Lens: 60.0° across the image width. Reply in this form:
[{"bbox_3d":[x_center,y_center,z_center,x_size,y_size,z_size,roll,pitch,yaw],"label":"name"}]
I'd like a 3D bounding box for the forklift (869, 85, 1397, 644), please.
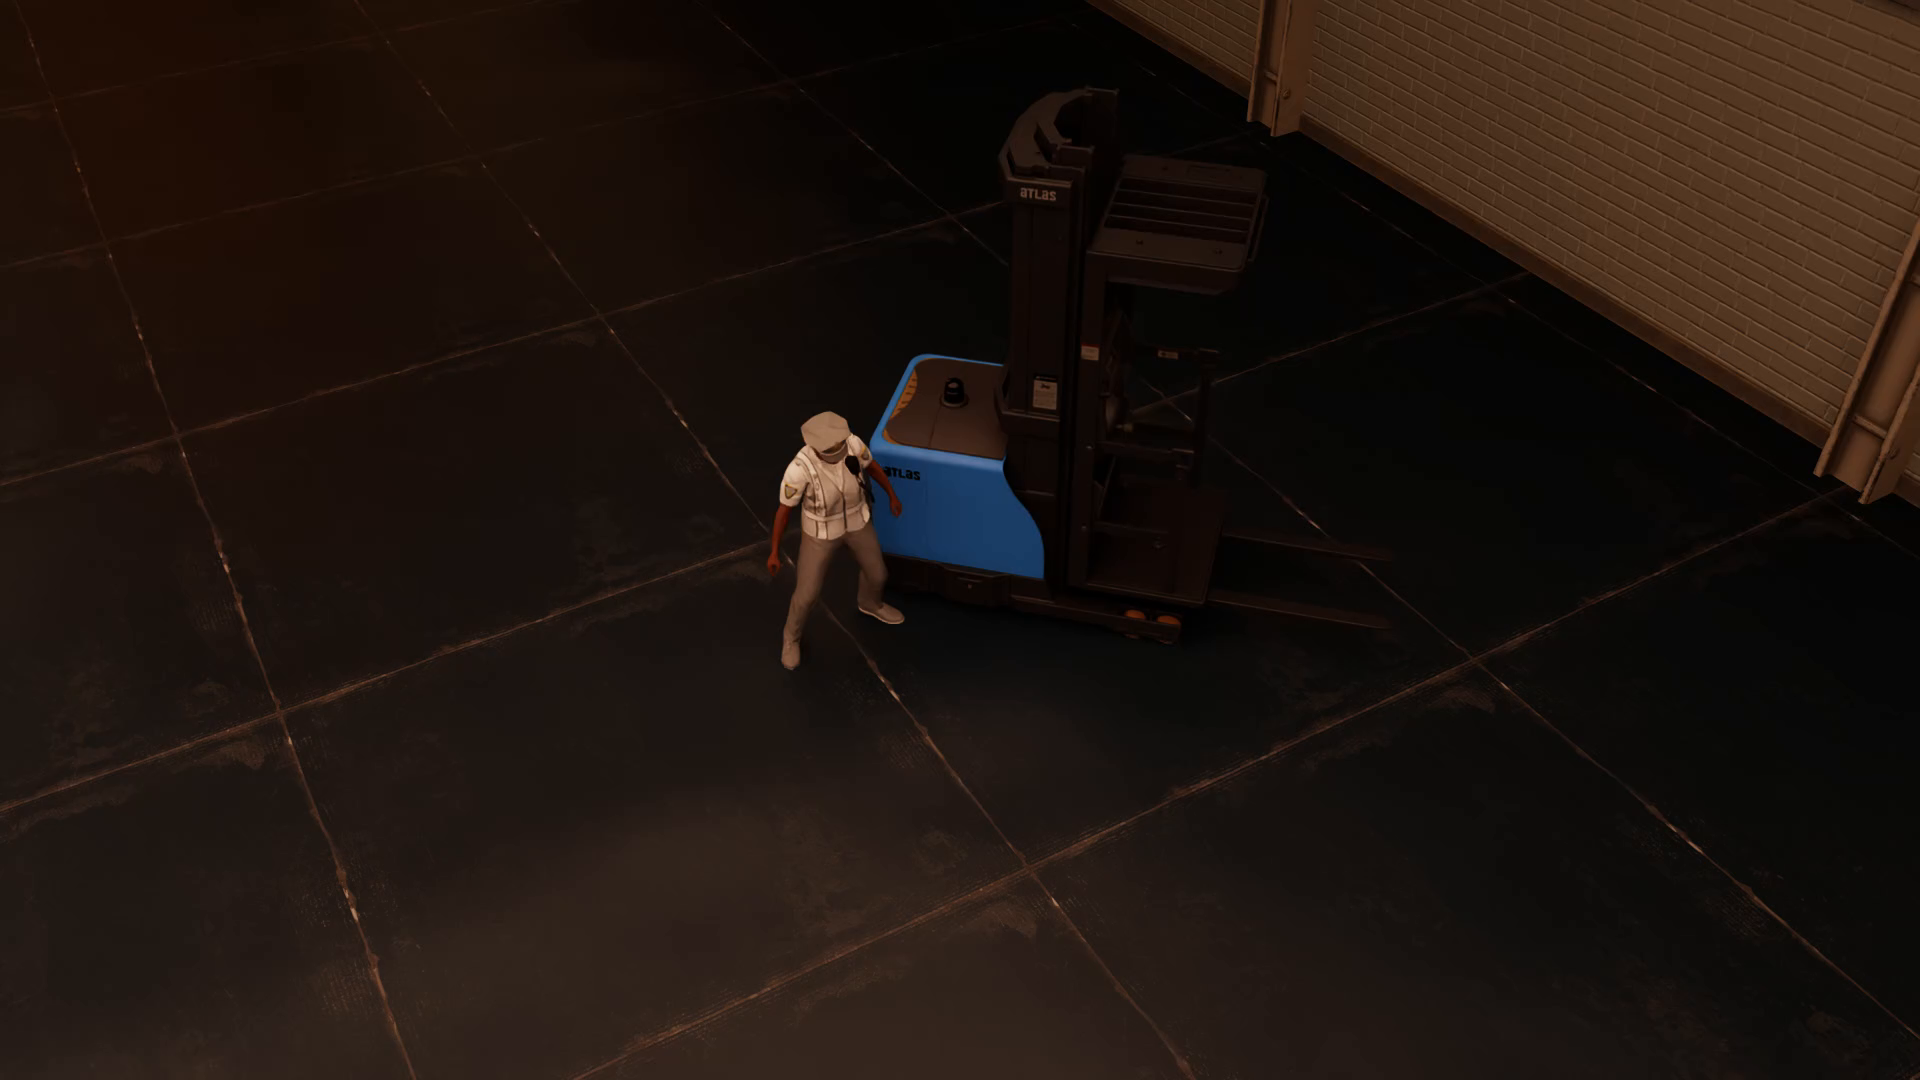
[{"bbox_3d":[1.047,-0.905,9.128,3.031,2.935,1.130,9,41,11],"label":"forklift"}]

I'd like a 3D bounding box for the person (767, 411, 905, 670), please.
[{"bbox_3d":[-0.681,-0.035,9.131,0.843,1.624,0.414,-21,44,-23],"label":"person"}]
